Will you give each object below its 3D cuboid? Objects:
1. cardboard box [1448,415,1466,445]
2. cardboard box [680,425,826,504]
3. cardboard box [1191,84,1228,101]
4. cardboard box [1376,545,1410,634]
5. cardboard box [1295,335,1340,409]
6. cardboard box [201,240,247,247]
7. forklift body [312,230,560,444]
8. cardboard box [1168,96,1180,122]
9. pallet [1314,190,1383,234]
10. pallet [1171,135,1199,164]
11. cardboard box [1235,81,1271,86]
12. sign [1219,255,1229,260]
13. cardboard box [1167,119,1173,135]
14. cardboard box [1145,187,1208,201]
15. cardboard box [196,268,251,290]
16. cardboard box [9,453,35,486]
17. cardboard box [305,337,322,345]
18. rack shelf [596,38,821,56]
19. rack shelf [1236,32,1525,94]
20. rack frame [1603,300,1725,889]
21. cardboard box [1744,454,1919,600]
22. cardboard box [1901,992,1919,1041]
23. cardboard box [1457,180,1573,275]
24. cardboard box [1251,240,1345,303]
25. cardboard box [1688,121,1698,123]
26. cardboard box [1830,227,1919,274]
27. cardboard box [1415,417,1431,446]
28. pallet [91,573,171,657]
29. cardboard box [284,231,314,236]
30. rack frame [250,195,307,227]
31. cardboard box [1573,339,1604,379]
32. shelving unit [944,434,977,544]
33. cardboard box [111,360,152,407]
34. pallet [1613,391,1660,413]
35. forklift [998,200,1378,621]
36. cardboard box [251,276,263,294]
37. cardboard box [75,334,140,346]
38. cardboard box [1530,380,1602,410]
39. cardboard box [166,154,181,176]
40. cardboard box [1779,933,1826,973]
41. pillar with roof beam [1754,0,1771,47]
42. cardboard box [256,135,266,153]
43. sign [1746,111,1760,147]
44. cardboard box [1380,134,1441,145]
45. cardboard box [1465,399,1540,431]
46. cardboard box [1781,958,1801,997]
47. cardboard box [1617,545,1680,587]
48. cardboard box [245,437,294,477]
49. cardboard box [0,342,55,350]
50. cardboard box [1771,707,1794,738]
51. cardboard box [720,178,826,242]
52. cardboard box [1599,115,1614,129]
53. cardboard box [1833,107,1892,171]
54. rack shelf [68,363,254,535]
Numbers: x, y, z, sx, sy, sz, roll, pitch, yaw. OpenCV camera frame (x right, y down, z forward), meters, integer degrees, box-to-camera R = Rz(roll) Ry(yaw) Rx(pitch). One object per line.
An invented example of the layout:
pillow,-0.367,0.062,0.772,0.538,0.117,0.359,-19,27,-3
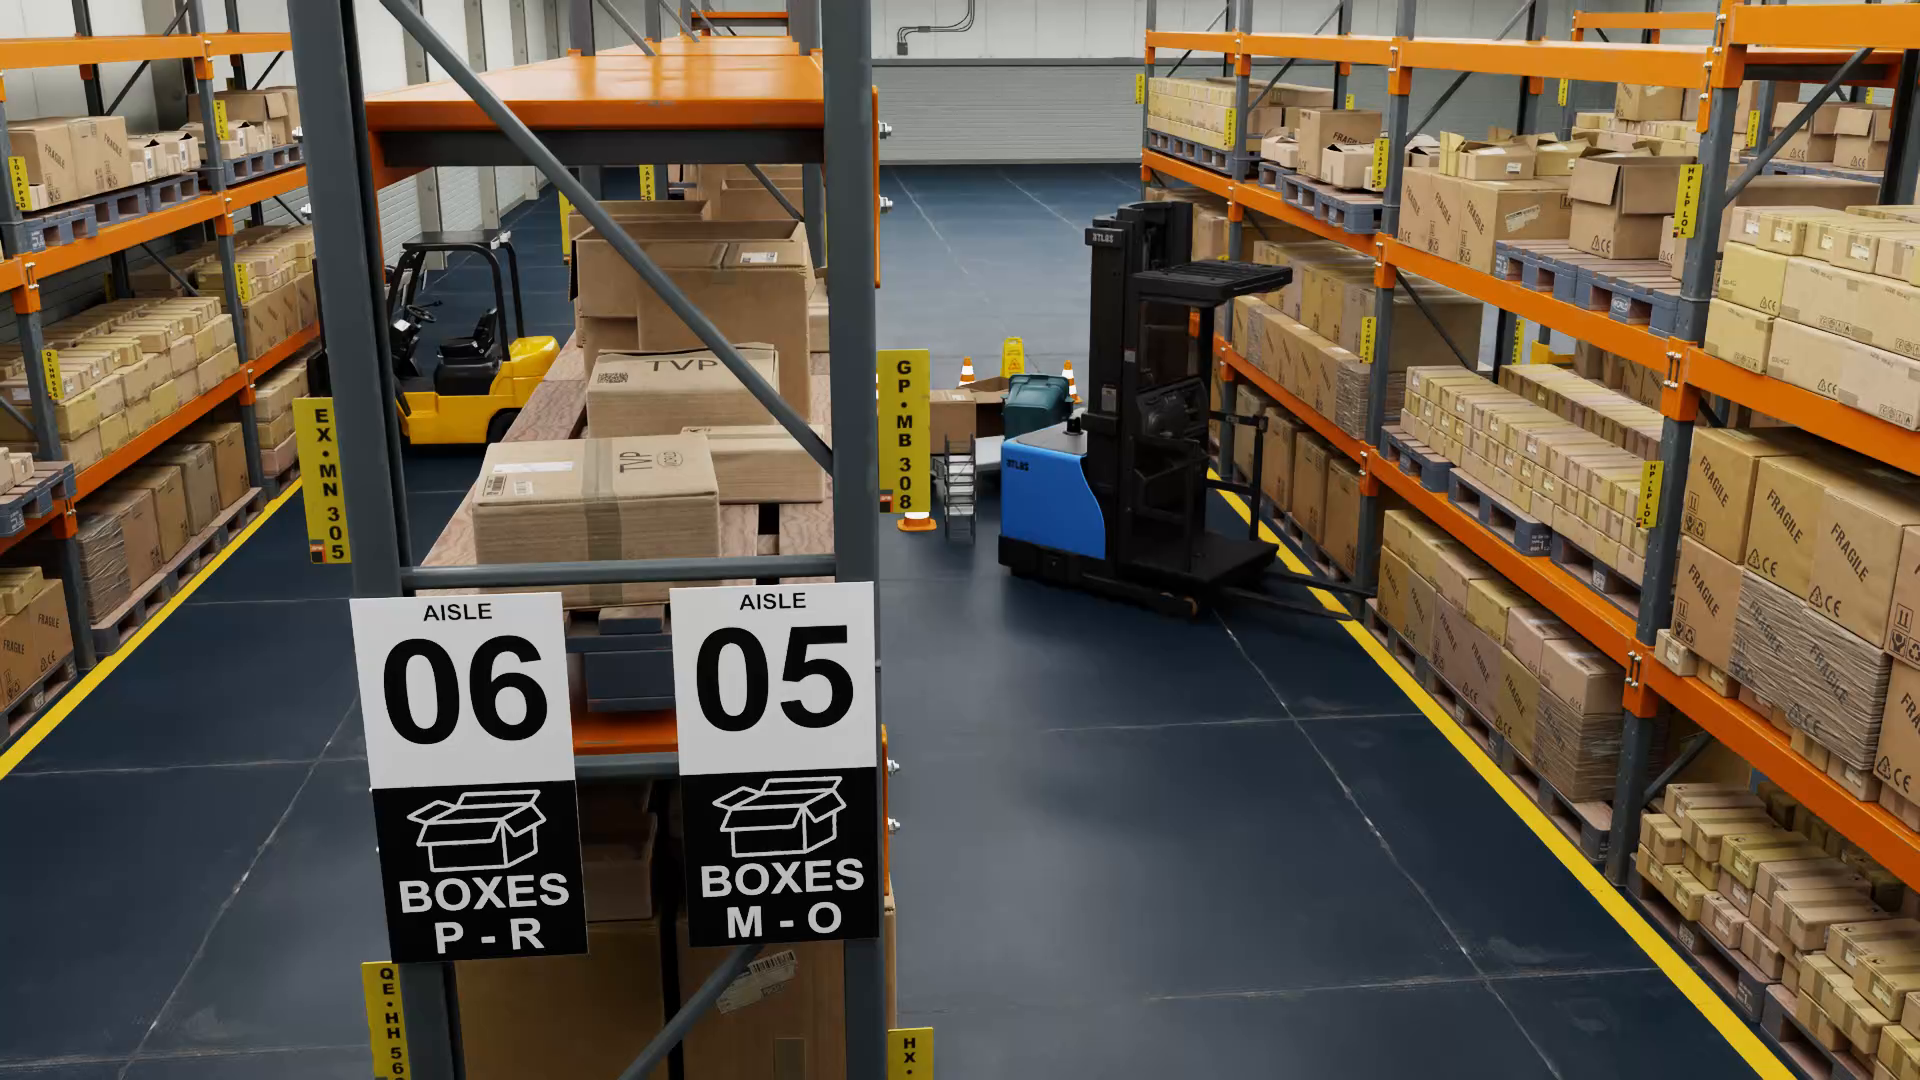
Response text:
cardboard box,3.364,-0.712,10.658,0.380,0.149,0.250,-2,18,-5
cardboard box,-0.545,-0.199,4.346,0.380,0.149,0.250,-1,17,-4
cardboard box,2.530,-4.481,16.656,0.380,0.149,0.250,-2,18,-6
cardboard box,3.246,0.336,11.570,0.500,0.500,0.500,-3,18,-8
cardboard box,3.012,-1.346,13.289,0.500,0.500,0.500,-2,18,-7
cardboard box,-7.400,-2.923,16.732,0.380,0.149,0.250,-2,18,-7
forklift body,-5.238,-2.007,16.979,2.313,2.155,1.214,-2,18,-6
cardboard box,2.502,-4.554,17.554,0.500,0.250,0.500,-2,18,-6
pallet,3.308,-2.406,12.140,1.213,0.211,1.003,-1,17,-3
pallet,2.818,-4.062,17.248,1.003,0.211,1.213,-2,18,-6
cardboard box,3.105,-4.729,17.445,0.380,0.149,0.250,-2,18,-6
sign,2.462,-2.500,15.554,0.100,0.325,0.005,-2,18,-6
cardboard box,2.423,-4.405,17.743,0.380,0.149,0.250,-2,18,-5
cardboard box,2.601,-3.733,19.007,0.875,0.550,0.550,-2,18,-6
cardboard box,-6.574,-2.332,14.851,0.380,0.149,0.250,-1,17,-5
cardboard box,-5.974,-0.434,10.269,0.380,0.149,0.250,-1,17,-5
cardboard box,-6.832,-2.007,17.781,0.500,0.250,0.500,-1,17,-5
rack shelf,-1.280,-2.424,8.743,1.077,0.370,4.000,-2,18,-6
rack shelf,3.221,-3.799,13.122,1.077,0.370,4.000,-2,18,-6
rack frame,3.839,0.317,8.159,1.000,3.000,0.127,-2,18,-6
cardboard box,3.712,-0.054,7.007,0.500,0.500,0.500,-2,18,-7
cardboard box,3.860,1.846,6.356,0.380,0.149,0.250,-2,18,-7
cardboard box,3.336,-1.878,9.975,0.500,0.500,0.500,-2,18,-6
cardboard box,3.071,-2.443,15.116,0.700,0.500,0.500,-2,18,-7
cardboard box,7.994,-4.387,17.720,0.380,0.149,0.250,-3,18,-8
cardboard box,3.687,-1.143,6.553,0.380,0.149,0.250,-2,18,-7
cardboard box,3.300,-0.736,11.231,0.380,0.149,0.250,-1,17,-3
pallet,-6.469,0.547,12.083,1.003,0.211,1.213,-2,18,-6
cardboard box,-6.892,-3.170,17.520,0.380,0.149,0.250,-1,17,-4
rack frame,-7.248,-2.921,18.472,1.000,3.000,0.127,-2,18,-6
cardboard box,7.593,-2.202,19.657,0.500,0.500,0.500,1,17,5
shelving unit,0.001,-0.427,14.035,0.258,0.900,0.210,-2,18,-6
cardboard box,-6.312,-1.150,12.247,0.500,0.250,0.500,-2,18,-7
pallet,7.725,-1.422,18.355,1.003,0.211,1.213,-2,18,-6
forklift,1.771,-0.986,12.424,3.031,2.935,1.130,14,22,37
cardboard box,-6.690,-2.343,15.383,0.380,0.149,0.250,-2,18,-6
cardboard box,-6.430,-1.457,12.561,0.380,0.149,0.250,-2,18,-6
cardboard box,3.984,-0.954,10.934,0.380,0.149,0.250,-1,17,-4
cardboard box,-6.420,-2.970,13.173,0.380,0.149,0.250,-2,18,-6
cardboard box,3.765,1.760,7.125,0.380,0.149,0.250,-1,17,-3
pillar with roof beam,16.502,-13.538,42.276,9.100,9.000,0.400,-2,18,-6
cardboard box,-6.659,-3.660,15.372,0.380,0.149,0.250,-1,17,-4
sign,7.419,-3.848,15.556,0.100,0.325,0.005,-2,18,-6
cardboard box,3.466,-3.036,13.113,0.500,0.311,0.500,-2,18,-7
cardboard box,3.390,-0.783,10.387,0.380,0.149,0.250,-1,17,-3
cardboard box,3.801,1.900,7.175,0.380,0.149,0.250,-3,18,-8
cardboard box,3.602,0.124,8.491,0.380,0.149,0.250,-2,18,-7
cardboard box,-6.556,-0.772,15.517,0.500,0.250,0.500,-2,18,-5
cardboard box,-6.915,-1.362,12.256,0.380,0.149,0.250,-2,18,-7
cardboard box,3.746,0.765,7.152,0.380,0.149,0.250,-3,18,-8
cardboard box,-0.876,-1.451,7.914,0.500,0.500,0.500,-2,18,-7
cardboard box,7.423,-4.690,18.686,0.380,0.149,0.250,-2,18,-7
cardboard box,8.006,-3.447,14.266,0.797,0.503,0.637,-1,17,-3
rack shelf,-6.630,-0.790,12.886,1.077,0.370,4.000,-2,18,-6
